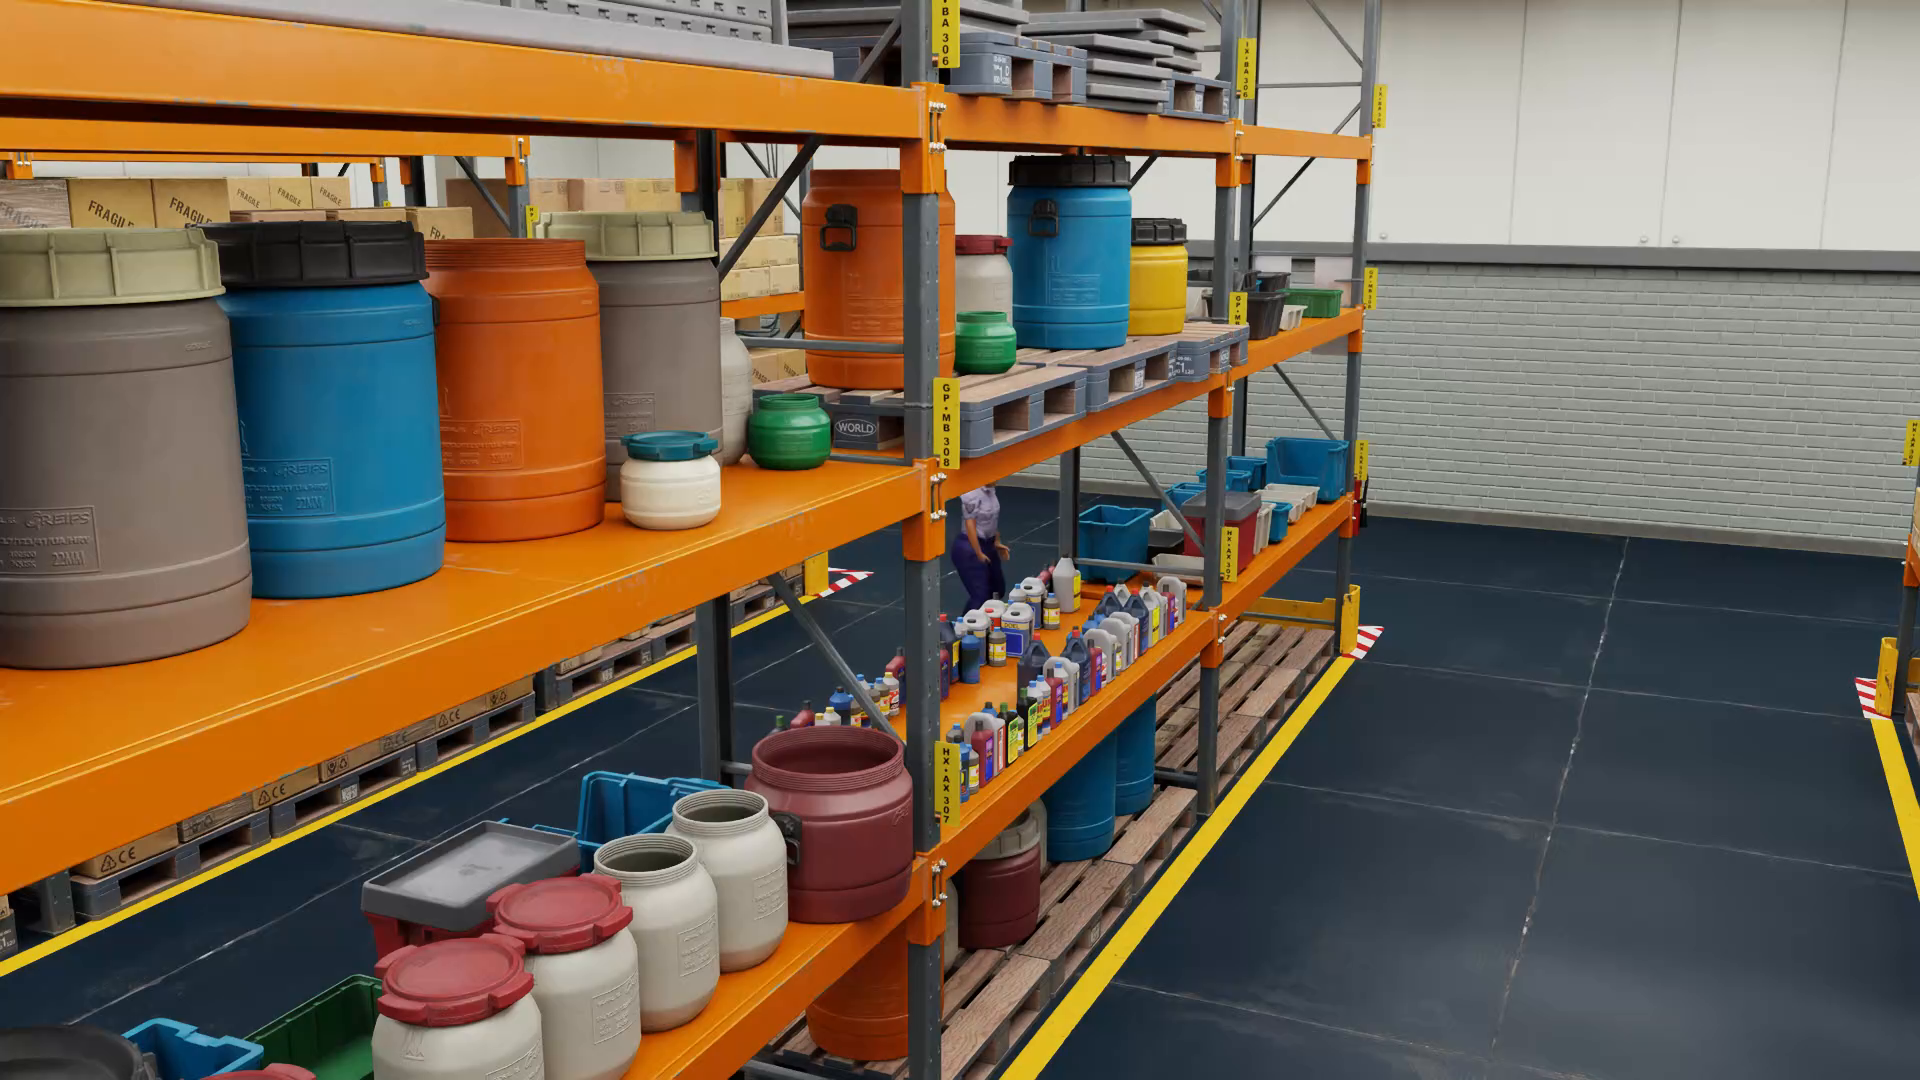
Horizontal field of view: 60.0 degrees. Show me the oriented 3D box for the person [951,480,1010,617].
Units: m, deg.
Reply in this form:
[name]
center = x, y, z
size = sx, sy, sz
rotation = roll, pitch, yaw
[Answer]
[person]
center = 0.164, 0.109, 13.655
size = 0.396, 1.596, 0.496
rotation = 6, 14, 25
